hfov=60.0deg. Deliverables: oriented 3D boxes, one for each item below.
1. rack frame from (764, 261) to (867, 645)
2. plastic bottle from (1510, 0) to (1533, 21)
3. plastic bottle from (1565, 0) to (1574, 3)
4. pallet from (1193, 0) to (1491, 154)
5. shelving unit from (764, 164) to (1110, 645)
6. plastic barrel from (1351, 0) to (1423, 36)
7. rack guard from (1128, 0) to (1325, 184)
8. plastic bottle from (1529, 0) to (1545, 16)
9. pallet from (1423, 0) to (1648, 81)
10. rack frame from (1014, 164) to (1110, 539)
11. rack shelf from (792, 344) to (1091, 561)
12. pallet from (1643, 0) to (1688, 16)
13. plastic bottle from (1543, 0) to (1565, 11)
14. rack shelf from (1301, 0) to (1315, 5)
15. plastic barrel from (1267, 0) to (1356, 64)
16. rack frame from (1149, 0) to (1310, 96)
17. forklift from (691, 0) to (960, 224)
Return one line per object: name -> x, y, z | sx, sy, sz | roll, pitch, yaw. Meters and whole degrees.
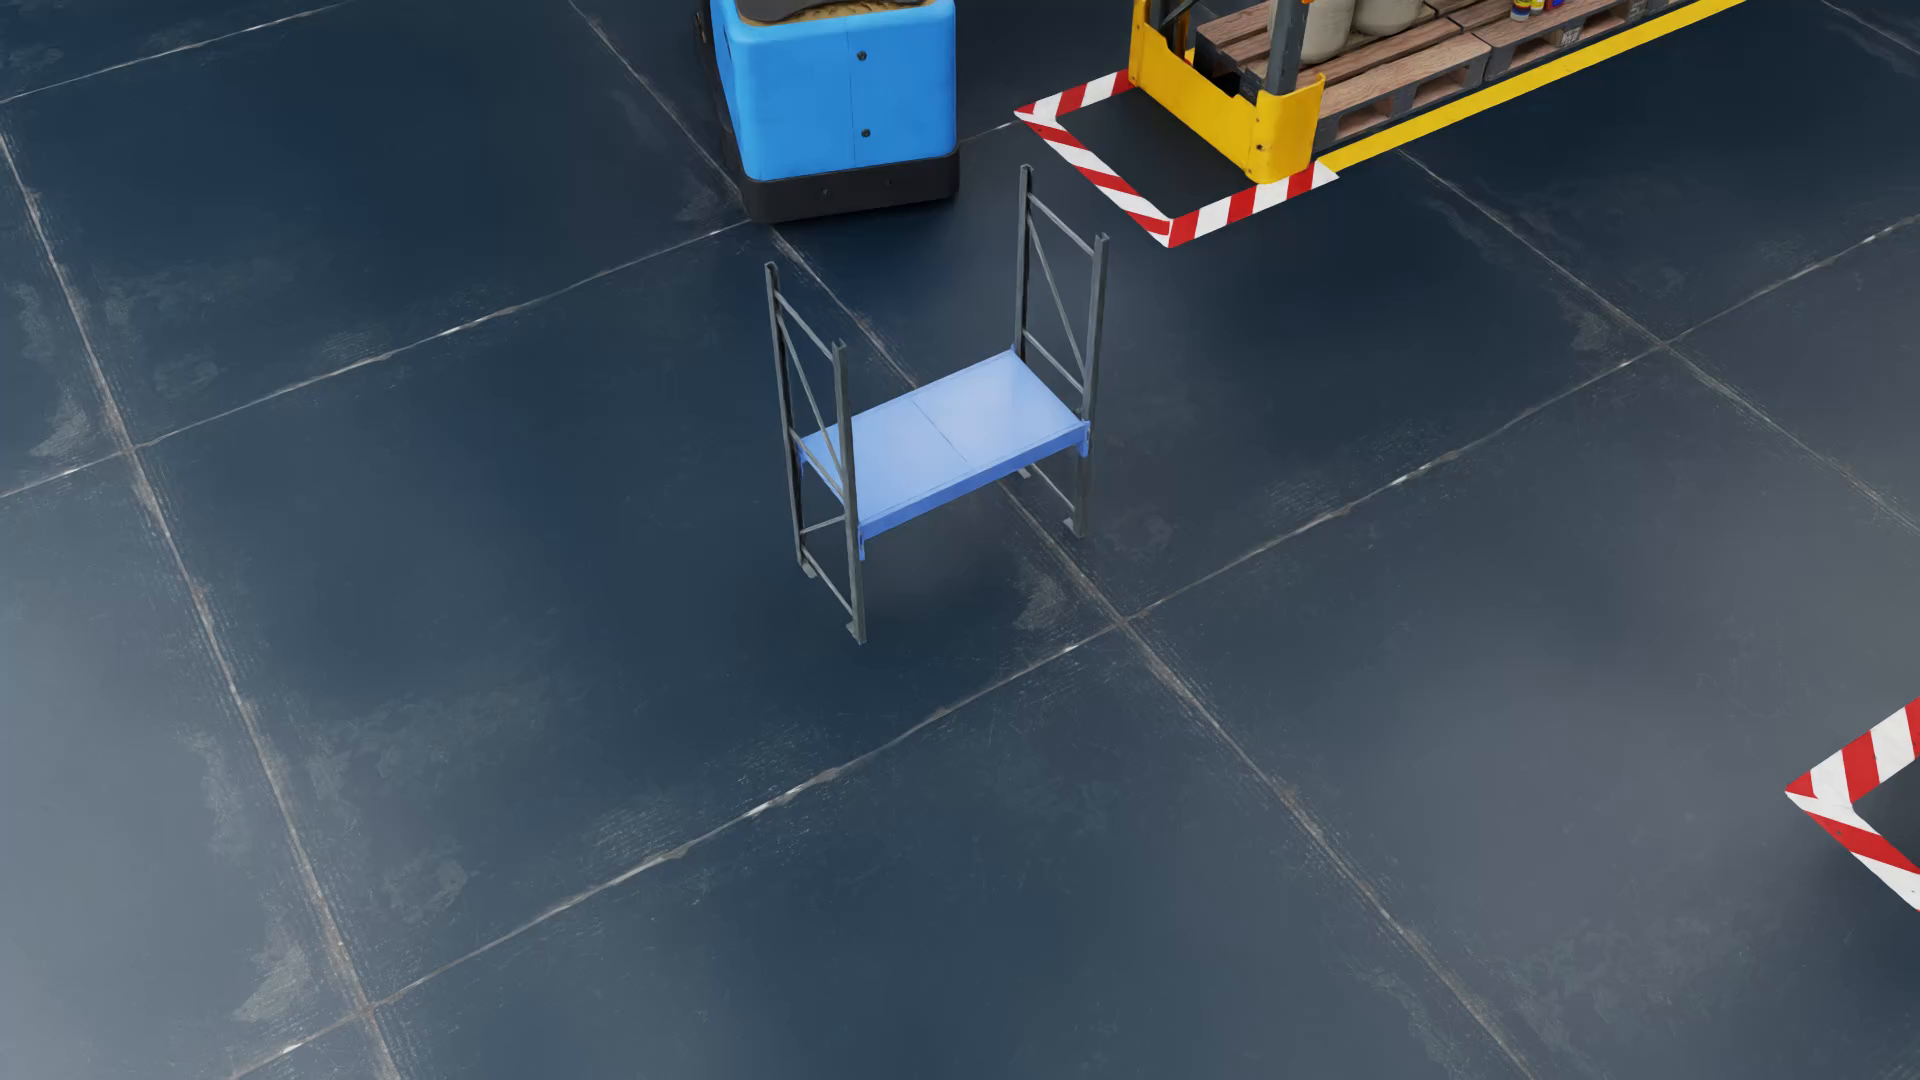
rack frame -> -0.502, -0.262, 5.925 | 0.032, 1.500, 0.500 | -25, 53, -21
plastic bottle -> 2.990, -2.890, 8.793 | 0.097, 0.271, 0.097 | 0, 48, 0
plastic bottle -> 3.279, -3.026, 8.914 | 0.097, 0.271, 0.097 | 0, 48, 0
pallet -> 2.019, -2.578, 8.850 | 1.213, 0.211, 1.003 | -25, 53, -21
shelving unit -> -0.072, -0.465, 6.105 | 1.048, 1.500, 0.538 | -25, 53, -21
plastic barrel -> 2.230, -2.948, 8.697 | 0.421, 0.512, 0.421 | 0, 48, 0
rack guard -> 1.329, -2.354, 8.457 | 0.348, 0.500, 1.175 | -25, 53, -21
plastic bottle -> 3.077, -2.908, 8.856 | 0.097, 0.201, 0.097 | 0, 48, 0
pallet -> 3.050, -3.061, 9.280 | 1.213, 0.211, 1.003 | -25, 53, -21
rack frame -> 0.358, -0.667, 6.285 | 0.032, 1.500, 0.500 | -25, 53, -21
rack shelf -> -0.072, -0.345, 6.239 | 1.000, 0.185, 0.538 | -25, 53, -21
pallet -> 4.083, -3.550, 9.716 | 1.213, 0.211, 1.003 | -25, 53, -21
plastic bottle -> 3.191, -2.973, 8.858 | 0.133, 0.283, 0.061 | -24, 53, -20
rack shelf -> 2.981, -3.683, 8.448 | 4.000, 0.370, 1.077 | -25, 53, -21
plastic barrel -> 1.806, -2.748, 8.519 | 0.421, 0.512, 0.421 | 0, 48, 0
rack frame -> 1.290, -3.125, 7.470 | 0.127, 3.000, 1.000 | -25, 53, -21
forklift -> -0.842, -3.612, 7.949 | 1.130, 2.935, 3.031 | -10, 49, -9
